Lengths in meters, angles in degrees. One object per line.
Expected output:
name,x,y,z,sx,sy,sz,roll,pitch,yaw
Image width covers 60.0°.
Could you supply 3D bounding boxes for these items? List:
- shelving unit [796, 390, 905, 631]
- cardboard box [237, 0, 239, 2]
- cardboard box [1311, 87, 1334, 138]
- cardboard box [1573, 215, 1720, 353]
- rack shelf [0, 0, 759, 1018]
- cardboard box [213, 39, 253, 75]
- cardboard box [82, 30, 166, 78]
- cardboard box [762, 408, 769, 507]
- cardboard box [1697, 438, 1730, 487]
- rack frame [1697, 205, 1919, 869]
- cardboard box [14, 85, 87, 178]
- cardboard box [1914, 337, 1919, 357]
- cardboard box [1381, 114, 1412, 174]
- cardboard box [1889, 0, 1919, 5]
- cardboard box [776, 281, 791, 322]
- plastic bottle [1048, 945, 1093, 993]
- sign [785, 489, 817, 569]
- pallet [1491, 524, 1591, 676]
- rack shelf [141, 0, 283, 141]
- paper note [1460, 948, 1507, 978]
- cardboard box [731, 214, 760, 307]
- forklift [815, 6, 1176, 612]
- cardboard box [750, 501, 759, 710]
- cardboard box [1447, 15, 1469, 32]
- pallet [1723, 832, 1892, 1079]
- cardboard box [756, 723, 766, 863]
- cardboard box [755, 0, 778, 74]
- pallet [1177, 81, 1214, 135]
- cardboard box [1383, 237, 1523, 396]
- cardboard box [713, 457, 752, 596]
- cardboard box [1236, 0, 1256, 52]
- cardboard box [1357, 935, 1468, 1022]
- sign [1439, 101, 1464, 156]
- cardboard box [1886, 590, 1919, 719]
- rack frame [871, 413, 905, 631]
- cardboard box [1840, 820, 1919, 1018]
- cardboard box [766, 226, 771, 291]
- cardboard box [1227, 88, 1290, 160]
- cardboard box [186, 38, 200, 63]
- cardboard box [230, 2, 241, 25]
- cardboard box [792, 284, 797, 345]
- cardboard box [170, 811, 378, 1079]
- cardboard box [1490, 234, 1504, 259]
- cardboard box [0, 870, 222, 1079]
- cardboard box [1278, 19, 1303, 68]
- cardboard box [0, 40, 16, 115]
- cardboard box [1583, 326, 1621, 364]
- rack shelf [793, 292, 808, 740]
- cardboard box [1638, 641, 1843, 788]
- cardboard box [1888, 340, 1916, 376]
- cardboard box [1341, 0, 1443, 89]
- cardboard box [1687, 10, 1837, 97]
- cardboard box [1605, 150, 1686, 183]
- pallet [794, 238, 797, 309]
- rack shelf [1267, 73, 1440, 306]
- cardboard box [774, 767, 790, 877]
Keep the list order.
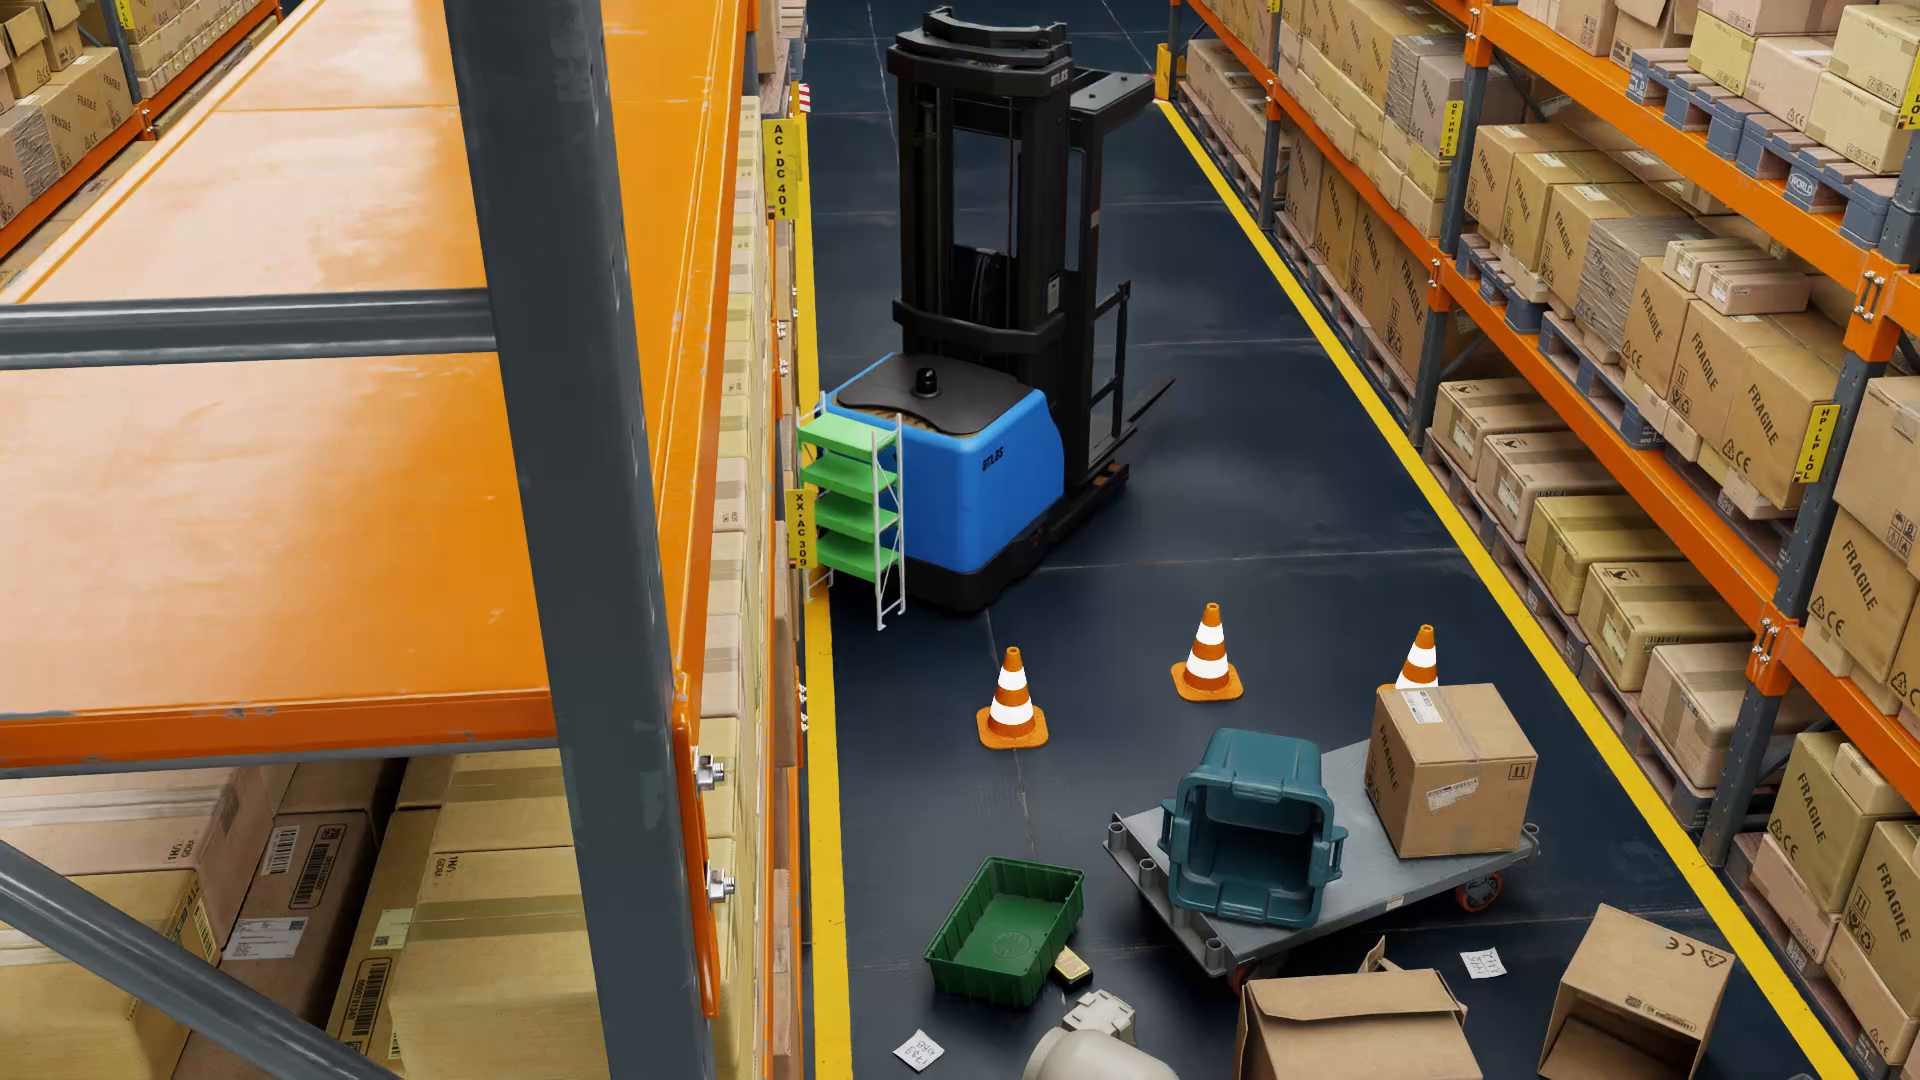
shelving unit,-0.577,-0.148,8.828,0.503,1.200,0.258,18,35,28
cardboard box,-6.834,-5.115,15.245,0.500,0.250,0.500,-3,31,-5
cardboard box,2.910,-3.150,12.245,0.500,0.250,0.500,-3,31,-5
cardboard box,3.386,-1.254,8.127,0.500,0.500,0.500,-4,31,-6
rack shelf,-0.935,-0.679,3.203,1.077,0.370,4.000,-3,31,-5
cardboard box,-6.966,-4.026,15.228,0.875,0.875,0.875,-3,31,-5
cardboard box,-6.600,-3.819,13.075,0.500,0.250,0.500,-3,31,-5
cardboard box,-0.648,-0.187,3.951,0.380,0.149,0.250,-3,31,-5
cardboard box,3.467,-0.351,7.248,0.380,0.149,0.250,-4,31,-6
rack frame,3.797,0.106,6.647,1.000,3.000,0.127,-3,31,-5
cardboard box,-6.406,-2.801,11.417,0.500,0.500,0.500,-3,31,-5
cardboard box,4.106,-0.780,6.702,0.380,0.149,0.250,-3,31,-5
cardboard box,3.074,-2.583,10.808,0.500,0.250,0.500,-4,31,-6
cardboard box,4.085,-2.083,6.637,0.500,0.250,0.500,-3,31,-6
cardboard box,-1.094,-0.963,8.340,0.500,0.500,0.500,-3,31,-5
plastic bottle,0.407,1.725,6.802,0.133,0.061,0.283,-20,36,-30
sign,-0.569,-0.038,5.967,0.100,0.325,0.005,-3,31,-5
pallet,3.606,0.282,9.073,1.003,0.211,1.213,-3,31,-5
rack shelf,-7.004,-4.215,14.584,1.077,0.370,4.000,-3,31,-5
paper note,2.148,1.733,6.819,0.148,0.019,0.142,-3,31,-5
cardboard box,-0.674,-0.662,3.968,0.380,0.149,0.250,-3,31,-4
forklift,0.389,-1.594,9.561,1.130,2.935,3.031,17,35,26
cardboard box,-0.634,0.088,3.103,0.500,0.250,0.500,-3,31,-5
cardboard box,3.532,-3.189,11.092,0.500,0.500,0.500,-2,31,-3
pallet,3.895,1.645,6.791,1.003,0.211,1.213,-3,31,-5
cardboard box,-0.532,0.456,2.874,0.380,0.149,0.250,-3,31,-4
cardboard box,-1.054,-2.327,7.191,0.500,0.500,0.500,-3,31,-5
pallet,2.829,-4.419,16.942,1.003,0.211,1.213,-3,31,-5
cardboard box,3.442,-1.561,11.100,0.875,0.875,0.875,-3,31,-5
cardboard box,-0.556,-0.013,2.882,0.380,0.149,0.250,-3,31,-5
cardboard box,2.699,-4.508,14.275,0.500,0.500,0.500,-3,31,-6
cardboard box,1.737,1.799,6.480,0.396,0.266,0.258,27,40,37
sign,2.871,-2.405,9.722,0.100,0.325,0.005,-3,31,-5
cardboard box,3.631,0.429,5.720,0.500,0.500,0.500,-3,31,-5
rack frame,-0.372,-0.080,8.714,0.015,1.200,0.240,18,35,28
cardboard box,3.646,1.372,6.070,0.500,0.500,0.500,-2,31,-3
cardboard box,-0.769,-0.837,5.040,0.380,0.149,0.250,-3,31,-5
cardboard box,3.014,-3.841,15.345,0.875,0.438,0.875,-4,31,-6
cardboard box,-6.613,-4.096,13.927,0.380,0.149,0.250,-3,31,-5
cardboard box,-6.732,-4.750,15.023,0.380,0.149,0.250,-3,31,-6
cardboard box,-1.358,-1.384,11.171,0.500,0.500,0.500,-2,31,-4
cardboard box,-1.072,0.627,2.200,0.500,0.250,0.500,-2,31,-4
cardboard box,3.262,-1.687,9.486,0.380,0.149,0.250,-5,31,-8
cardboard box,-1.117,0.536,1.963,0.380,0.149,0.250,-2,31,-4
cardboard box,2.810,-3.890,12.997,0.500,0.250,0.500,-4,31,-6
cardboard box,-6.622,-2.984,10.745,0.797,0.503,0.637,-2,31,-3
cardboard box,3.372,-1.006,8.345,0.380,0.149,0.250,-2,31,-3
rack shelf,-1.308,-0.317,8.058,1.077,0.370,4.000,-3,31,-5
cardboard box,3.746,0.787,7.661,0.950,0.372,0.625,-2,31,-4
cardboard box,4.039,-0.498,6.861,0.500,0.500,0.500,-2,31,-3
cardboard box,2.979,-3.434,11.501,0.500,0.500,0.500,-3,31,-5
cardboard box,3.510,-2.107,7.165,0.500,0.250,0.500,-2,31,-4
cardboard box,3.802,-1.805,9.049,0.500,0.500,0.500,-3,31,-5
pallet,-1.795,-2.095,13.051,1.003,0.211,1.213,-3,31,-5
rack shelf,3.237,-2.648,11.960,1.077,0.370,4.000,-3,31,-5
cardboard box,-1.001,0.798,5.343,0.875,0.550,0.550,-3,31,-5
